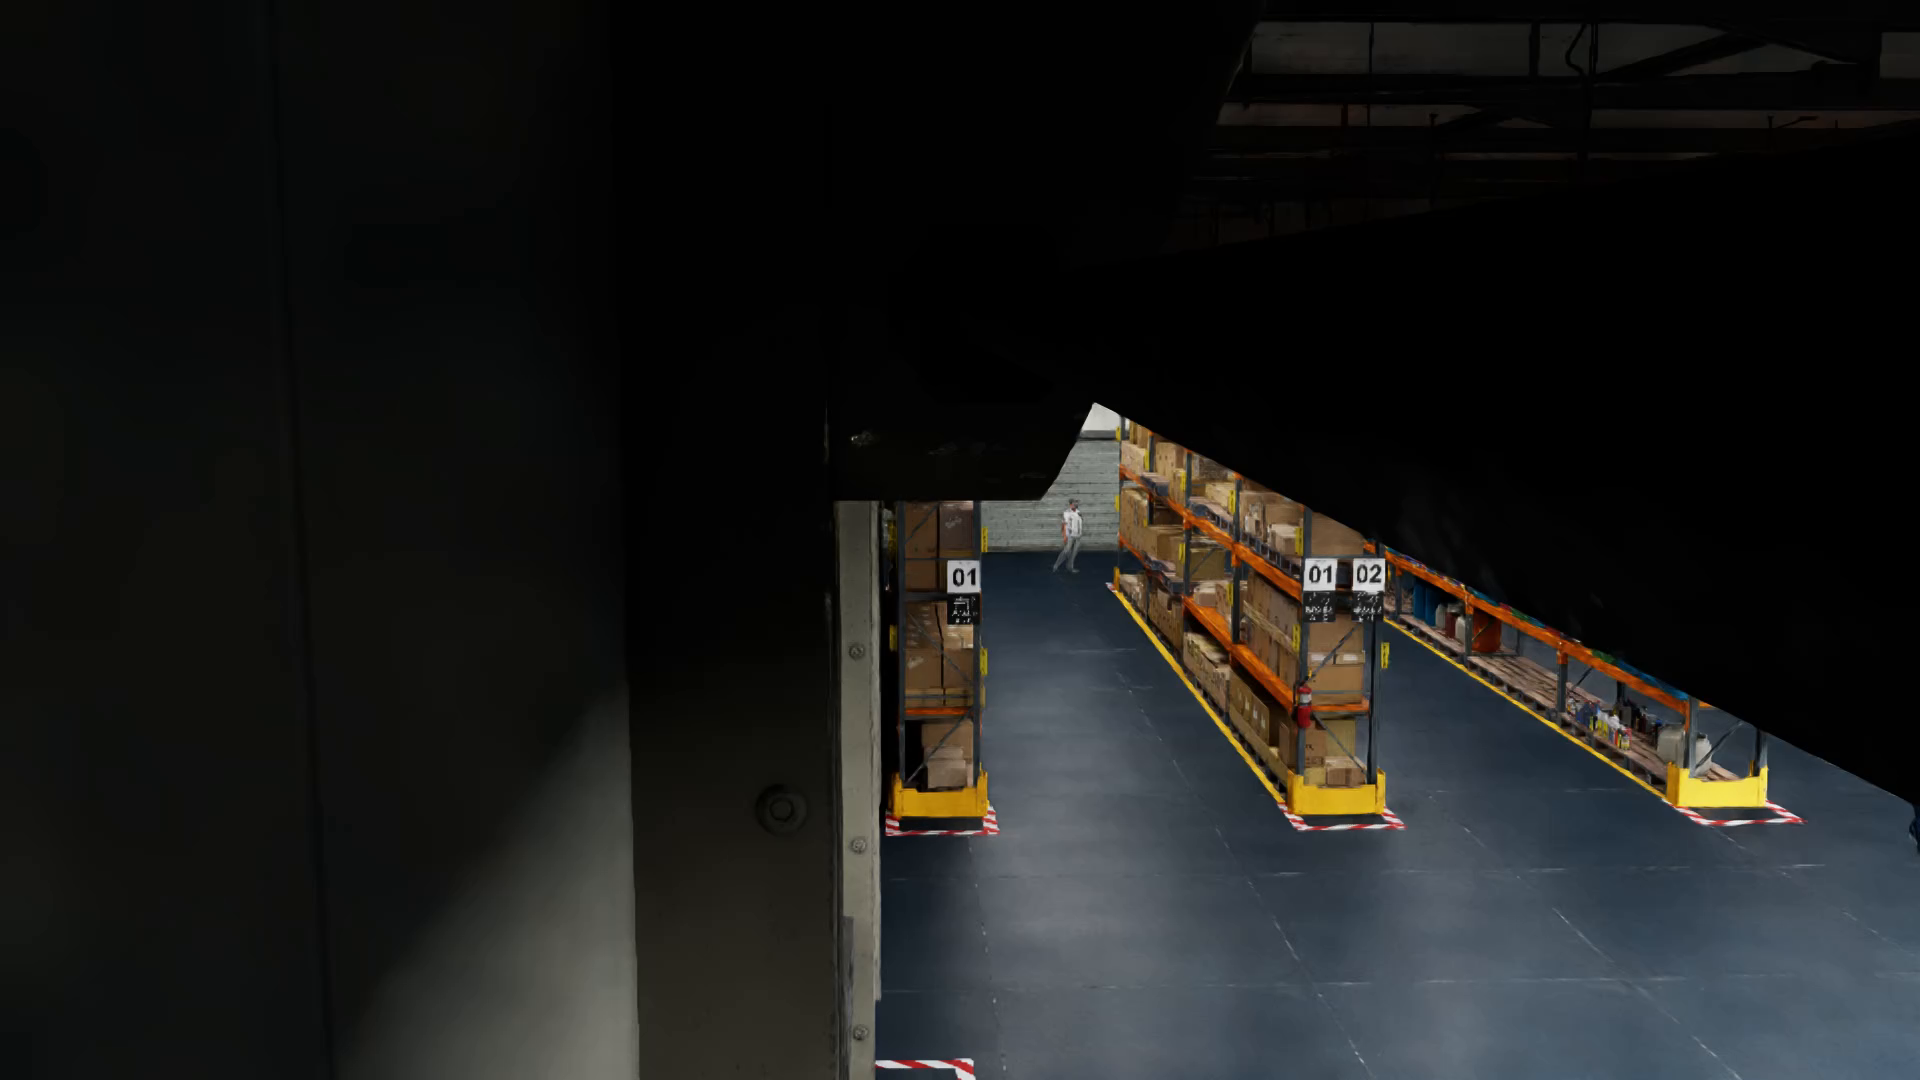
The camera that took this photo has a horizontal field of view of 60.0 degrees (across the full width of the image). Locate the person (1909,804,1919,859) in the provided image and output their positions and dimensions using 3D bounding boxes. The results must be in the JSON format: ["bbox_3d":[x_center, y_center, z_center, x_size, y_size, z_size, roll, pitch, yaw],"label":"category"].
[{"bbox_3d":[11.090,2.836,19.021,0.408,1.532,0.962,1,8,7],"label":"person"}]

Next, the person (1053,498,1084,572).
[{"bbox_3d":[2.517,-0.113,38.792,0.708,1.739,0.548,-8,11,-42],"label":"person"}]
